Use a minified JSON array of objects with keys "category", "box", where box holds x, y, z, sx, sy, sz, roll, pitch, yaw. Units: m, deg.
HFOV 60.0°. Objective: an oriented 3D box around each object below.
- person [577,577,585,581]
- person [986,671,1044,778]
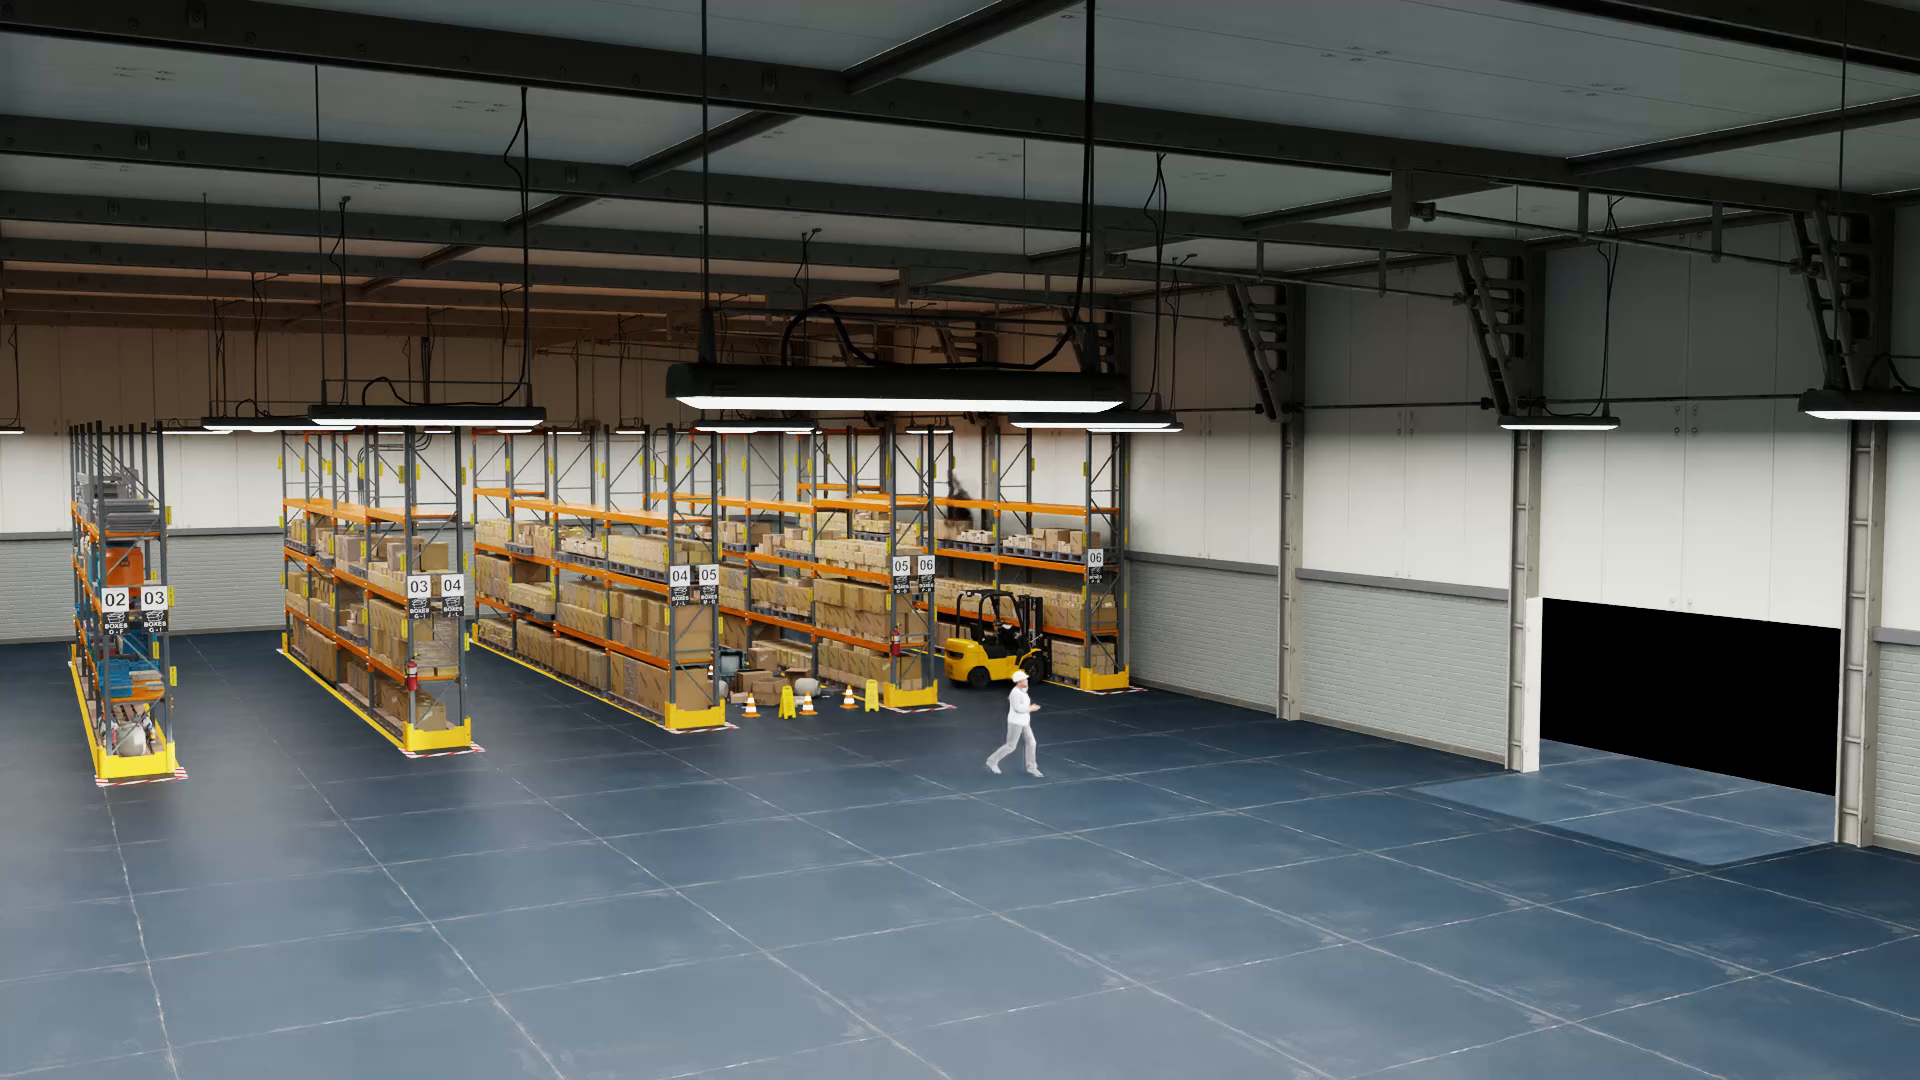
[{"category":"person","box":[-11.196,1.888,49.246,0.681,1.614,0.526,-2,4,-29]},{"category":"person","box":[0.934,3.103,28.023,0.945,1.808,0.665,1,4,15]}]
